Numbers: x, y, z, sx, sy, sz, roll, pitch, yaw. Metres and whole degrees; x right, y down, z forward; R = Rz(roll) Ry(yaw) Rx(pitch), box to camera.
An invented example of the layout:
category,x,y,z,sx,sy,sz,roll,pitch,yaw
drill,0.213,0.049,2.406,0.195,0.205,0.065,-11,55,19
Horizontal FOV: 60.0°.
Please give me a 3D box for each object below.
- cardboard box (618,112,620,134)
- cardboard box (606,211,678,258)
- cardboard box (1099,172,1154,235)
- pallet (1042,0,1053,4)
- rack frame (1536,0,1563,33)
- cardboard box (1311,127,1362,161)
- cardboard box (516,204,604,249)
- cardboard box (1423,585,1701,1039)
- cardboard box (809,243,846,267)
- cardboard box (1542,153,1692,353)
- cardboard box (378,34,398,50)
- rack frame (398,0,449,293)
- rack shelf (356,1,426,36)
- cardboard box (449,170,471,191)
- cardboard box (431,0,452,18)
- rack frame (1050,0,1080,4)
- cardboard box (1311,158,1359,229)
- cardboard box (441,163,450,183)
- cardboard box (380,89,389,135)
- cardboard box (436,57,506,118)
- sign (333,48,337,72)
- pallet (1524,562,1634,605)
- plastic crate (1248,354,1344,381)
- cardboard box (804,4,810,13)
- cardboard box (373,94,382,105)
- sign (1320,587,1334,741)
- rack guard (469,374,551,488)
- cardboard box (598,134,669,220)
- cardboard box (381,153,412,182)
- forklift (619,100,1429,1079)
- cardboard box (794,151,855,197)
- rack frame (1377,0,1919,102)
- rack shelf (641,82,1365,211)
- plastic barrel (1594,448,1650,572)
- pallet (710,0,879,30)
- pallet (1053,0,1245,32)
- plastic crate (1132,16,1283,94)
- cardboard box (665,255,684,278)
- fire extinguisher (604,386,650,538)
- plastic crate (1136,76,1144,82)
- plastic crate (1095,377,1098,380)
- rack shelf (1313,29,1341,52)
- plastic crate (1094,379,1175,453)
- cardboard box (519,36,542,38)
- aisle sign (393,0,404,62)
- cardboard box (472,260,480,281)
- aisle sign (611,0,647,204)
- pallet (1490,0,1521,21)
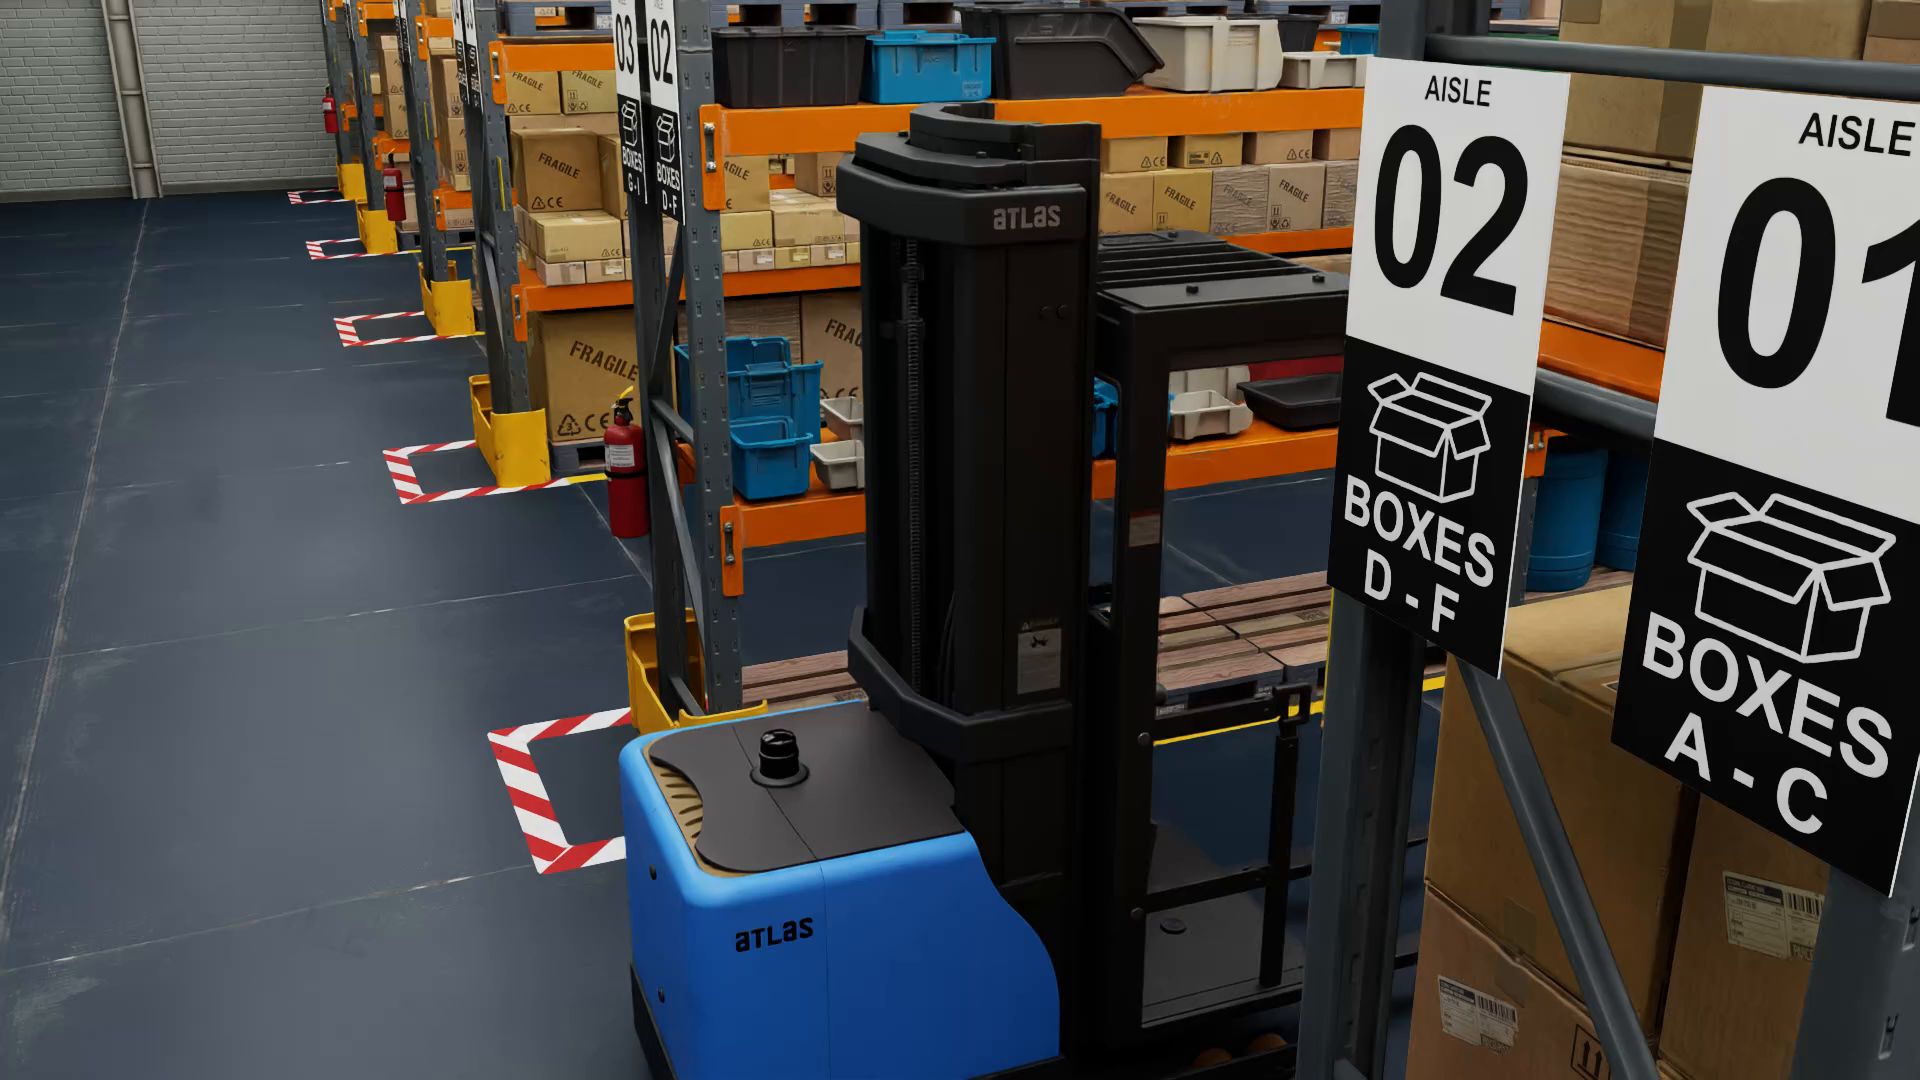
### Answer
category,x,y,z,sx,sy,sz,roll,pitch,yaw
cardboard box,-3.036,-3.850,15.842,0.500,0.500,0.500,-9,21,-23
cardboard box,-2.065,-2.075,11.178,0.500,0.250,0.500,-8,21,-23
cardboard box,1.107,-2.512,12.490,0.500,0.500,0.500,-8,21,-22
pallet,0.273,-5.519,16.946,1.003,0.211,1.213,-8,21,-22
rack frame,2.547,-3.800,7.265,0.127,3.000,1.000,-8,21,-22
cardboard box,2.981,-3.351,13.362,0.637,0.503,0.797,-8,21,-21
cardboard box,-2.748,-2.169,11.443,0.500,0.250,0.500,-9,21,-23
cardboard box,1.133,0.406,2.697,0.500,0.500,0.500,-8,21,-22
cardboard box,-0.979,-2.020,11.621,0.250,0.149,0.380,-8,21,-21
cardboard box,1.200,-0.425,2.422,0.500,0.250,0.500,-8,21,-22
cardboard box,-6.577,-5.764,19.242,0.250,0.149,0.380,-8,21,-21
rack frame,-4.960,-3.480,15.390,0.127,3.000,1.000,-8,21,-22
rack shelf,-5.177,-6.315,20.008,4.000,0.370,1.077,-8,21,-22
cardboard box,-4.532,-3.305,15.269,0.250,0.149,0.380,-8,21,-22
cardboard box,-4.446,-4.806,14.863,0.500,0.250,0.500,-7,21,-20
rack frame,0.585,-5.310,11.555,0.127,3.000,1.000,-8,21,-22
cardboard box,2.967,-2.781,13.252,0.500,0.500,0.500,-9,21,-24
cardboard box,-4.772,-3.491,15.798,0.250,0.149,0.380,-8,21,-22
cardboard box,-6.675,-5.168,20.032,0.500,0.500,0.500,-8,21,-22
cardboard box,-4.442,-4.118,15.096,0.500,0.500,0.500,-8,21,-22
sign,-8.768,-6.733,23.323,0.005,0.325,0.100,-8,21,-22
pallet,3.272,0.256,8.977,1.213,0.211,1.003,-8,21,-22
plastic crate,1.628,-0.988,8.124,0.583,0.464,0.402,-8,21,-22
cardboard box,-1.630,-5.204,15.994,0.500,0.250,0.500,-8,21,-21
cardboard box,-8.357,-6.378,23.999,0.250,0.149,0.380,-8,21,-21
sign,0.631,0.200,2.719,0.005,0.325,0.100,-8,21,-22
rack guard,-3.110,-0.772,11.463,0.348,0.500,1.175,-8,21,-22
cardboard box,-2.081,-2.424,11.040,0.500,0.500,0.500,-9,21,-23
cardboard box,-8.383,-5.562,24.428,0.637,0.503,0.797,-9,21,-24
forklift,0.517,0.196,5.053,3.031,2.935,1.130,-8,21,-21
cardboard box,-0.887,-2.787,12.069,0.500,0.500,0.500,-9,21,-24
rack frame,0.833,-1.763,1.479,0.127,3.000,1.000,-8,21,-22
rack shelf,0.711,-1.783,7.135,4.000,0.370,1.077,-8,21,-22
plastic barrel,3.703,-0.338,8.993,0.708,0.901,0.600,-8,21,-22
pallet,-1.289,-3.590,11.319,1.213,0.211,1.003,-8,21,-22
pallet,1.407,-3.941,12.470,1.217,0.209,0.805,-9,21,-24
plastic crate,1.031,-2.001,6.849,0.530,0.282,0.437,-8,21,-22
cardboard box,-1.922,-1.885,11.237,0.250,0.149,0.380,-8,21,-23
fire extinguisher,-1.444,-0.351,7.179,0.183,0.674,0.296,-8,21,-22
plastic crate,0.673,-2.082,7.299,0.530,0.136,0.437,-8,21,-22
plastic crate,0.658,-0.742,7.774,0.300,0.233,0.416,-8,21,-22
rack shelf,2.422,-3.819,12.920,4.000,0.370,1.077,-8,21,-22
plastic crate,0.716,-0.538,7.196,0.300,0.233,0.416,-8,21,-22
cardboard box,-5.137,-5.955,19.785,0.250,0.149,0.380,-9,21,-23
aisle sign,-5.145,-4.788,15.191,0.004,0.787,0.394,-8,21,-22
cardboard box,-4.588,-2.631,16.189,0.250,0.149,0.380,-9,21,-23
aisle sign,-1.308,-1.750,6.562,0.004,0.787,0.394,-8,21,-22
pallet,3.688,-4.232,13.292,1.003,0.211,1.213,-7,21,-19
